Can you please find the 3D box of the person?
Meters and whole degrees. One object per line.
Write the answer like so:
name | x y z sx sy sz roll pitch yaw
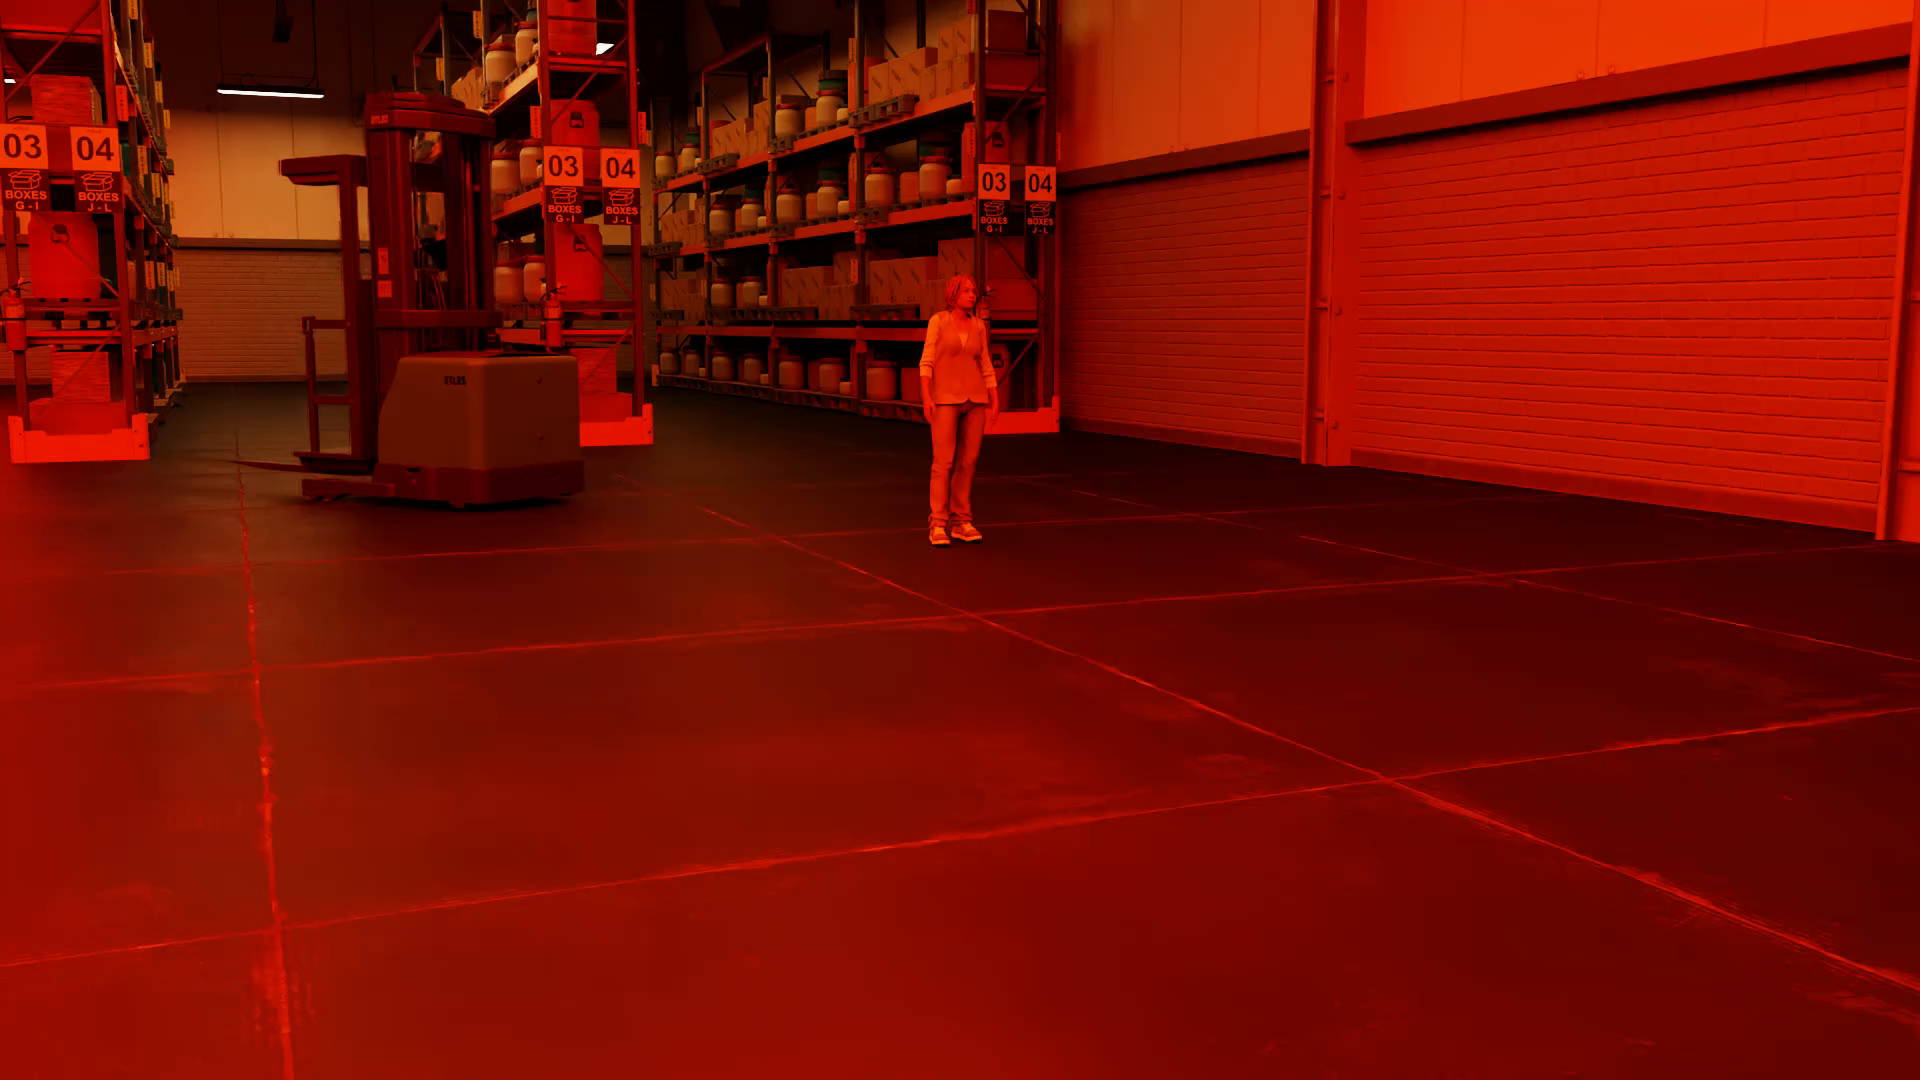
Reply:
person | 0.016 -0.790 9.976 0.520 1.597 0.475 -3 8 -23

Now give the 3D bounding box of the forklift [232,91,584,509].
forklift | -4.312 -1.789 12.512 3.031 2.935 1.130 5 9 31
